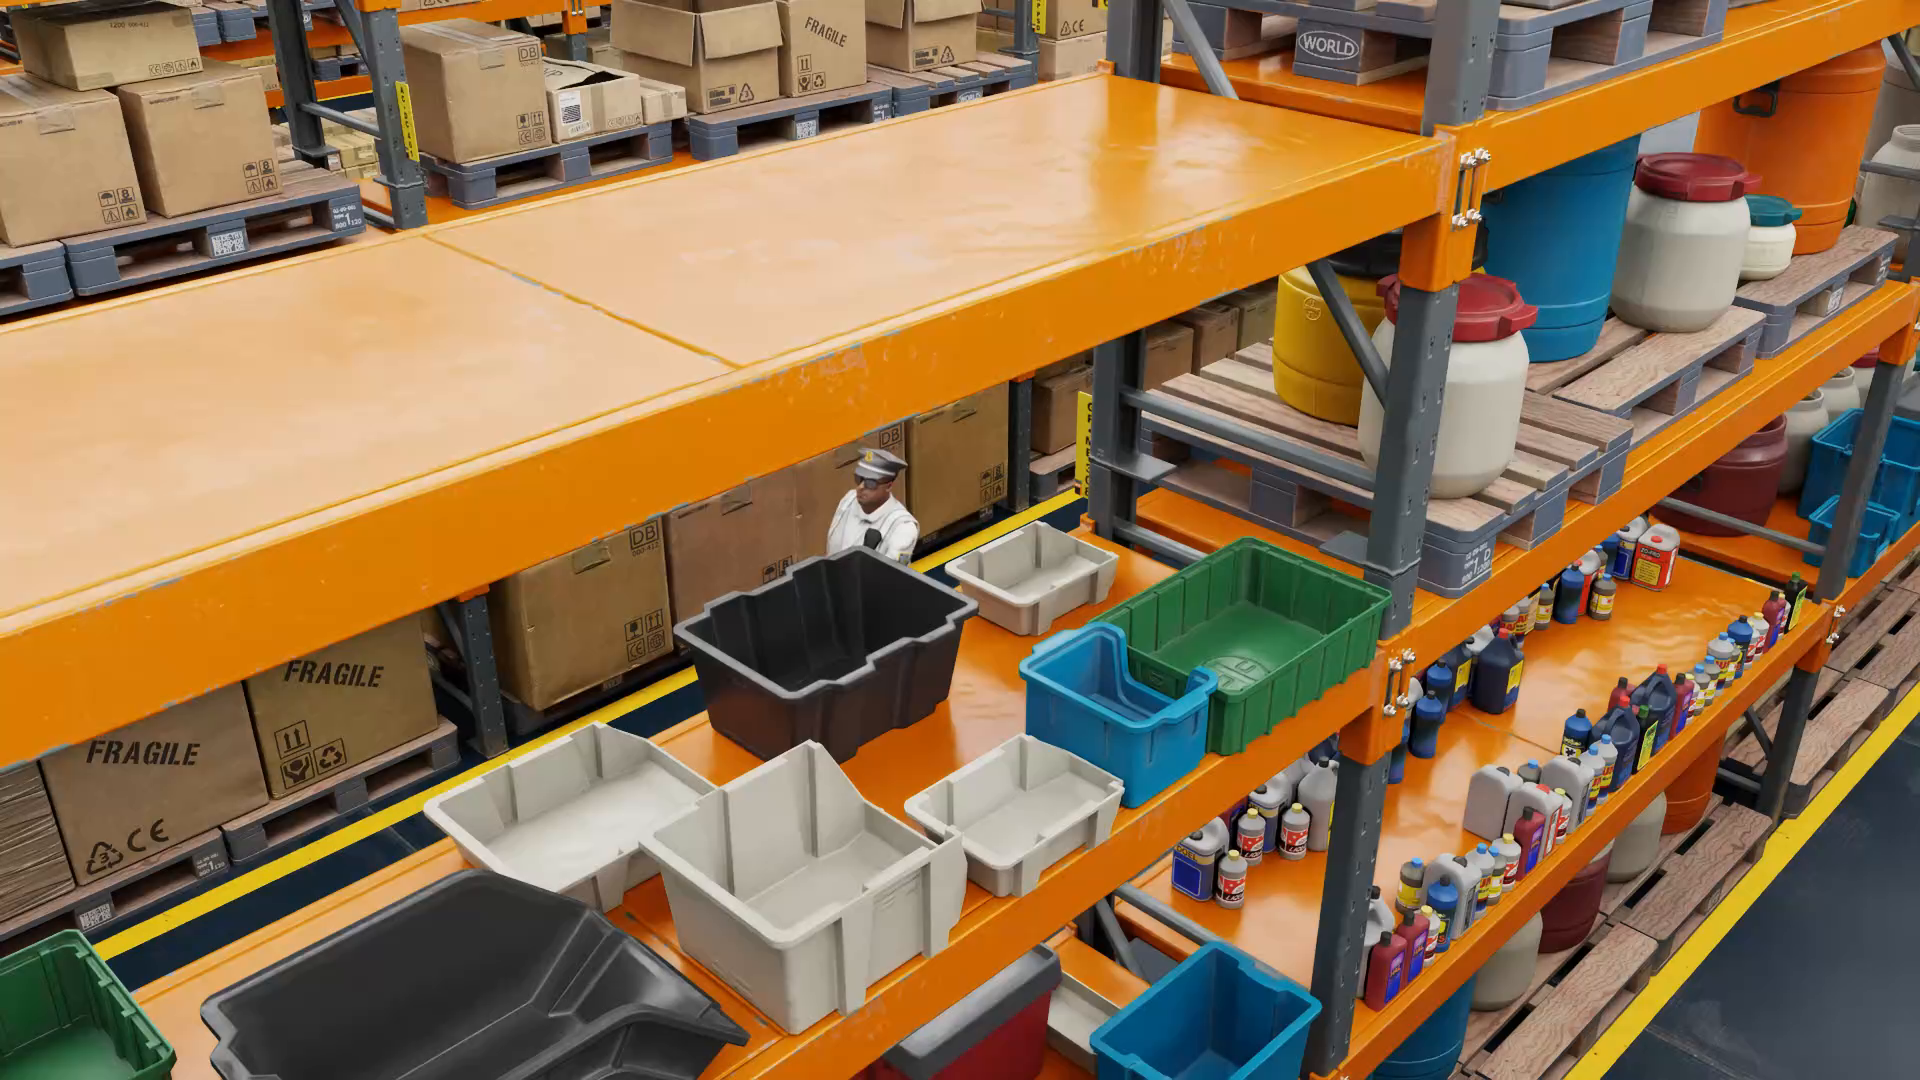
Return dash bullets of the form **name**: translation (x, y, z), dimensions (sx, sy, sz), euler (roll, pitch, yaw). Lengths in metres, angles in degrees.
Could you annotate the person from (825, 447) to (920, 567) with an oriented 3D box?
- **person**: translation (-0.498, 0.380, 8.140), dimensions (0.537, 1.786, 0.538), euler (24, 36, 38)
